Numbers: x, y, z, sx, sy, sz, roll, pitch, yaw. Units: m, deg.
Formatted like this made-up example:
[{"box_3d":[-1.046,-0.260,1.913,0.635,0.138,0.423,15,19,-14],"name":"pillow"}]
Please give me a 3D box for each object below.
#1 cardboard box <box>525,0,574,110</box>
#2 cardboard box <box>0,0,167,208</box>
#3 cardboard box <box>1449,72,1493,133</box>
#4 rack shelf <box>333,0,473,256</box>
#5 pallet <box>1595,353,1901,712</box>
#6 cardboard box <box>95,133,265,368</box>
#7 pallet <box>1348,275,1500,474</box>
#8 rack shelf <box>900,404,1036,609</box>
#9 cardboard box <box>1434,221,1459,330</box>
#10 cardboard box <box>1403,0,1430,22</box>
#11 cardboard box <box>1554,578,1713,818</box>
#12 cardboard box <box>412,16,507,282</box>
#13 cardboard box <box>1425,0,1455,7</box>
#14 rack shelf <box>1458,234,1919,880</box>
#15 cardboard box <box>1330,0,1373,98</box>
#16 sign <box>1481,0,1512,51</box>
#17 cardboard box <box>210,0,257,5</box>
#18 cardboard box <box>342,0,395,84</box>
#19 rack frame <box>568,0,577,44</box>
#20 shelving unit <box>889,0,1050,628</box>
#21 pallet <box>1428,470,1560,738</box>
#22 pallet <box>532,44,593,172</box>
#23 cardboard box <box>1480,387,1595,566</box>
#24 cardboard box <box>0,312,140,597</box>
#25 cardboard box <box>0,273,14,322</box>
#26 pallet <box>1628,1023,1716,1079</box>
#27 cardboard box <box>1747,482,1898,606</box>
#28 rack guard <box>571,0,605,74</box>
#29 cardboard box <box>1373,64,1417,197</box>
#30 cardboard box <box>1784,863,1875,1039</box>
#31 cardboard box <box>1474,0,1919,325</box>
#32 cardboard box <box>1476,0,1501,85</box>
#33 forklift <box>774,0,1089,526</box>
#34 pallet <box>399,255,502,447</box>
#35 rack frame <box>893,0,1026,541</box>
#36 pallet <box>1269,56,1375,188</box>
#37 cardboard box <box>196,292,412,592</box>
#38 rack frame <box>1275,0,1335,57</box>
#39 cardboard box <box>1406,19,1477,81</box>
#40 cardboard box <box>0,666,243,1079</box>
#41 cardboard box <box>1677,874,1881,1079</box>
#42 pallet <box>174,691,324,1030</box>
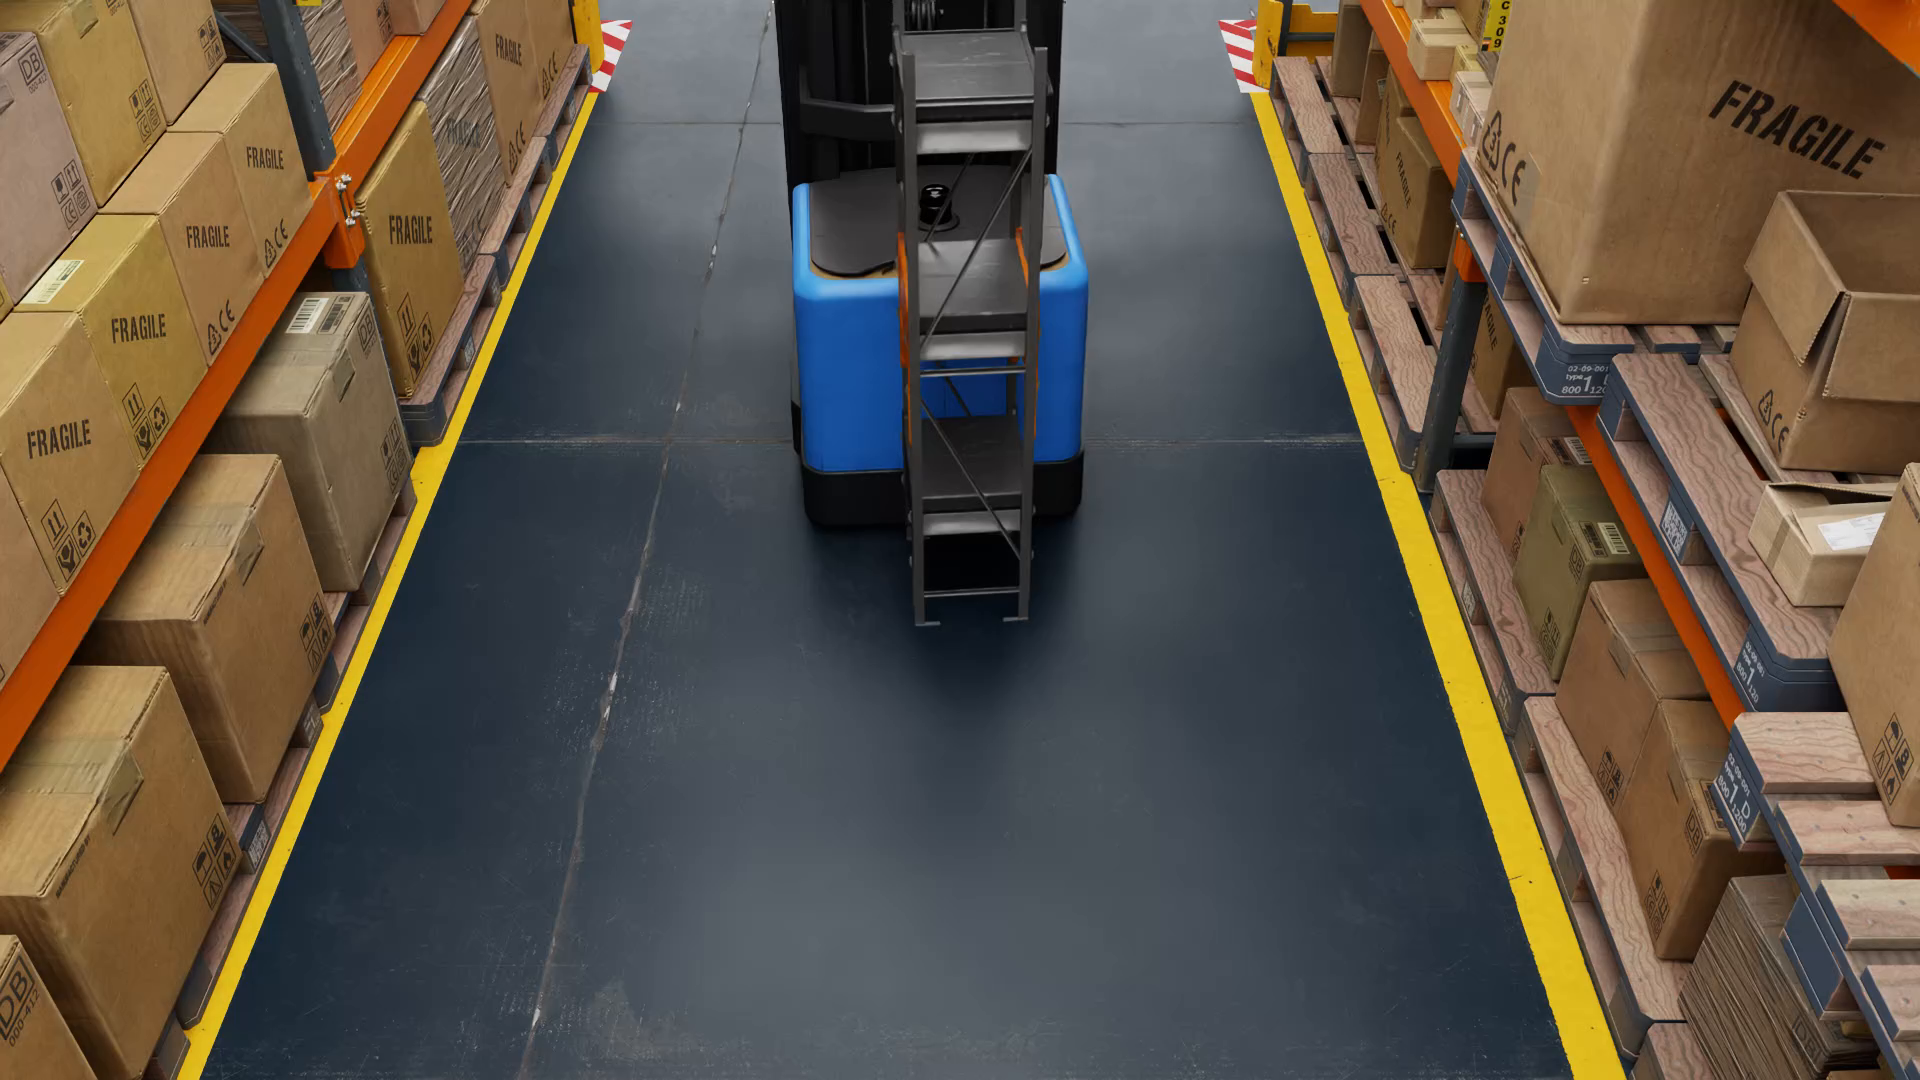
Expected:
[{"box_3d":[-2.614,-2.857,8.779,0.875,0.875,0.875,0,39,0],"name":"cardboard box"},{"box_3d":[-2.667,-1.241,4.521,0.700,0.500,0.500,-1,39,-1],"name":"cardboard box"},{"box_3d":[1.999,-1.577,6.020,0.380,0.149,0.250,0,39,0],"name":"cardboard box"},{"box_3d":[-2.678,-2.414,7.439,1.077,0.370,4.000,0,39,0],"name":"rack shelf"},{"box_3d":[2.246,-0.046,4.063,1.003,0.211,1.213,0,39,0],"name":"pallet"},{"box_3d":[-2.407,-0.841,4.821,0.500,0.500,0.500,0,39,-1],"name":"cardboard box"},{"box_3d":[2.248,-0.717,6.975,1.003,0.211,1.213,0,39,0],"name":"pallet"},{"box_3d":[0.020,-0.120,5.862,0.431,0.518,0.480,-3,39,-4],"name":"rack shelf"},{"box_3d":[2.316,-1.182,6.989,0.500,0.500,0.500,12,40,14],"name":"cardboard box"},{"box_3d":[2.038,-2.203,6.801,0.380,0.149,0.250,0,39,0],"name":"cardboard box"},{"box_3d":[2.246,0.451,4.935,0.700,0.500,0.500,-3,39,-4],"name":"cardboard box"},{"box_3d":[-2.611,-1.736,7.381,0.875,0.875,0.875,0,39,0],"name":"cardboard box"},{"box_3d":[2.279,-2.447,6.587,0.875,0.500,0.500,0,39,0],"name":"cardboard box"},{"box_3d":[2.287,0.147,4.244,1.077,0.370,4.000,0,39,0],"name":"rack shelf"},{"box_3d":[2.264,-2.684,8.864,0.500,0.500,0.500,7,39,8],"name":"cardboard box"},{"box_3d":[1.742,-1.717,5.302,0.100,0.325,0.005,0,39,0],"name":"sign"},{"box_3d":[-2.642,-2.155,5.557,0.875,0.550,0.550,0,39,0],"name":"cardboard box"},{"box_3d":[-2.711,-2.078,6.324,0.875,0.550,0.550,0,39,0],"name":"cardboard box"},{"box_3d":[-2.680,-3.946,8.775,1.000,3.000,0.127,0,39,0],"name":"rack frame"},{"box_3d":[0.020,-0.677,5.416,0.431,2.100,0.503,-3,39,-4],"name":"shelving unit"},{"box_3d":[2.287,0.190,5.844,1.003,0.211,1.213,0,39,0],"name":"pallet"},{"box_3d":[-2.601,-2.358,9.023,1.003,0.211,1.213,0,39,0],"name":"pallet"},{"box_3d":[2.264,-0.197,5.744,0.700,0.500,0.500,-3,39,-4],"name":"cardboard box"},{"box_3d":[-2.404,-0.208,4.031,0.500,0.500,0.500,0,39,-1],"name":"cardboard box"},{"box_3d":[-2.667,-0.610,3.733,0.700,0.500,0.500,0,39,0],"name":"cardboard box"},{"box_3d":[2.290,1.716,3.940,1.003,0.211,1.213,0,39,0],"name":"pallet"},{"box_3d":[2.017,-0.037,3.670,0.396,0.266,0.258,-1,39,-1],"name":"cardboard box"},{"box_3d":[-2.680,-2.985,9.576,1.175,0.500,0.348,0,39,0],"name":"rack guard"},{"box_3d":[2.280,-1.919,7.909,0.500,0.500,0.500,3,39,4],"name":"cardboard box"},{"box_3d":[2.247,0.877,3.804,0.500,0.250,0.500,4,39,5],"name":"cardboard box"},{"box_3d":[2.145,-1.286,4.640,1.000,1.000,1.000,0,39,0],"name":"cardboard box"},{"box_3d":[2.346,-1.821,5.806,0.875,0.500,0.500,0,39,0],"name":"cardboard box"},{"box_3d":[-0.176,-2.105,6.533,1.130,2.935,3.031,-3,39,-4],"name":"forklift"},{"box_3d":[-2.598,-0.832,7.119,1.003,0.211,1.213,0,39,0],"name":"pallet"},{"box_3d":[-0.001,-0.829,5.606,0.400,2.100,0.015,-3,39,-4],"name":"rack frame"},{"box_3d":[2.245,-2.242,8.879,1.003,0.211,1.213,0,39,0],"name":"pallet"},{"box_3d":[-2.585,-0.342,5.742,1.050,0.750,0.750,0,39,0],"name":"cardboard box"},{"box_3d":[2.280,-3.886,8.701,1.000,3.000,0.127,0,39,0],"name":"rack frame"},{"box_3d":[1.947,-1.890,6.411,0.380,0.149,0.250,0,39,0],"name":"cardboard box"},{"box_3d":[-2.586,0.843,4.262,1.050,0.750,0.750,1,39,1],"name":"cardboard box"},{"box_3d":[2.255,1.155,4.058,0.700,0.500,0.500,-3,39,-4],"name":"cardboard box"},{"box_3d":[-2.595,0.891,4.969,1.003,0.211,1.213,0,39,0],"name":"pallet"}]
